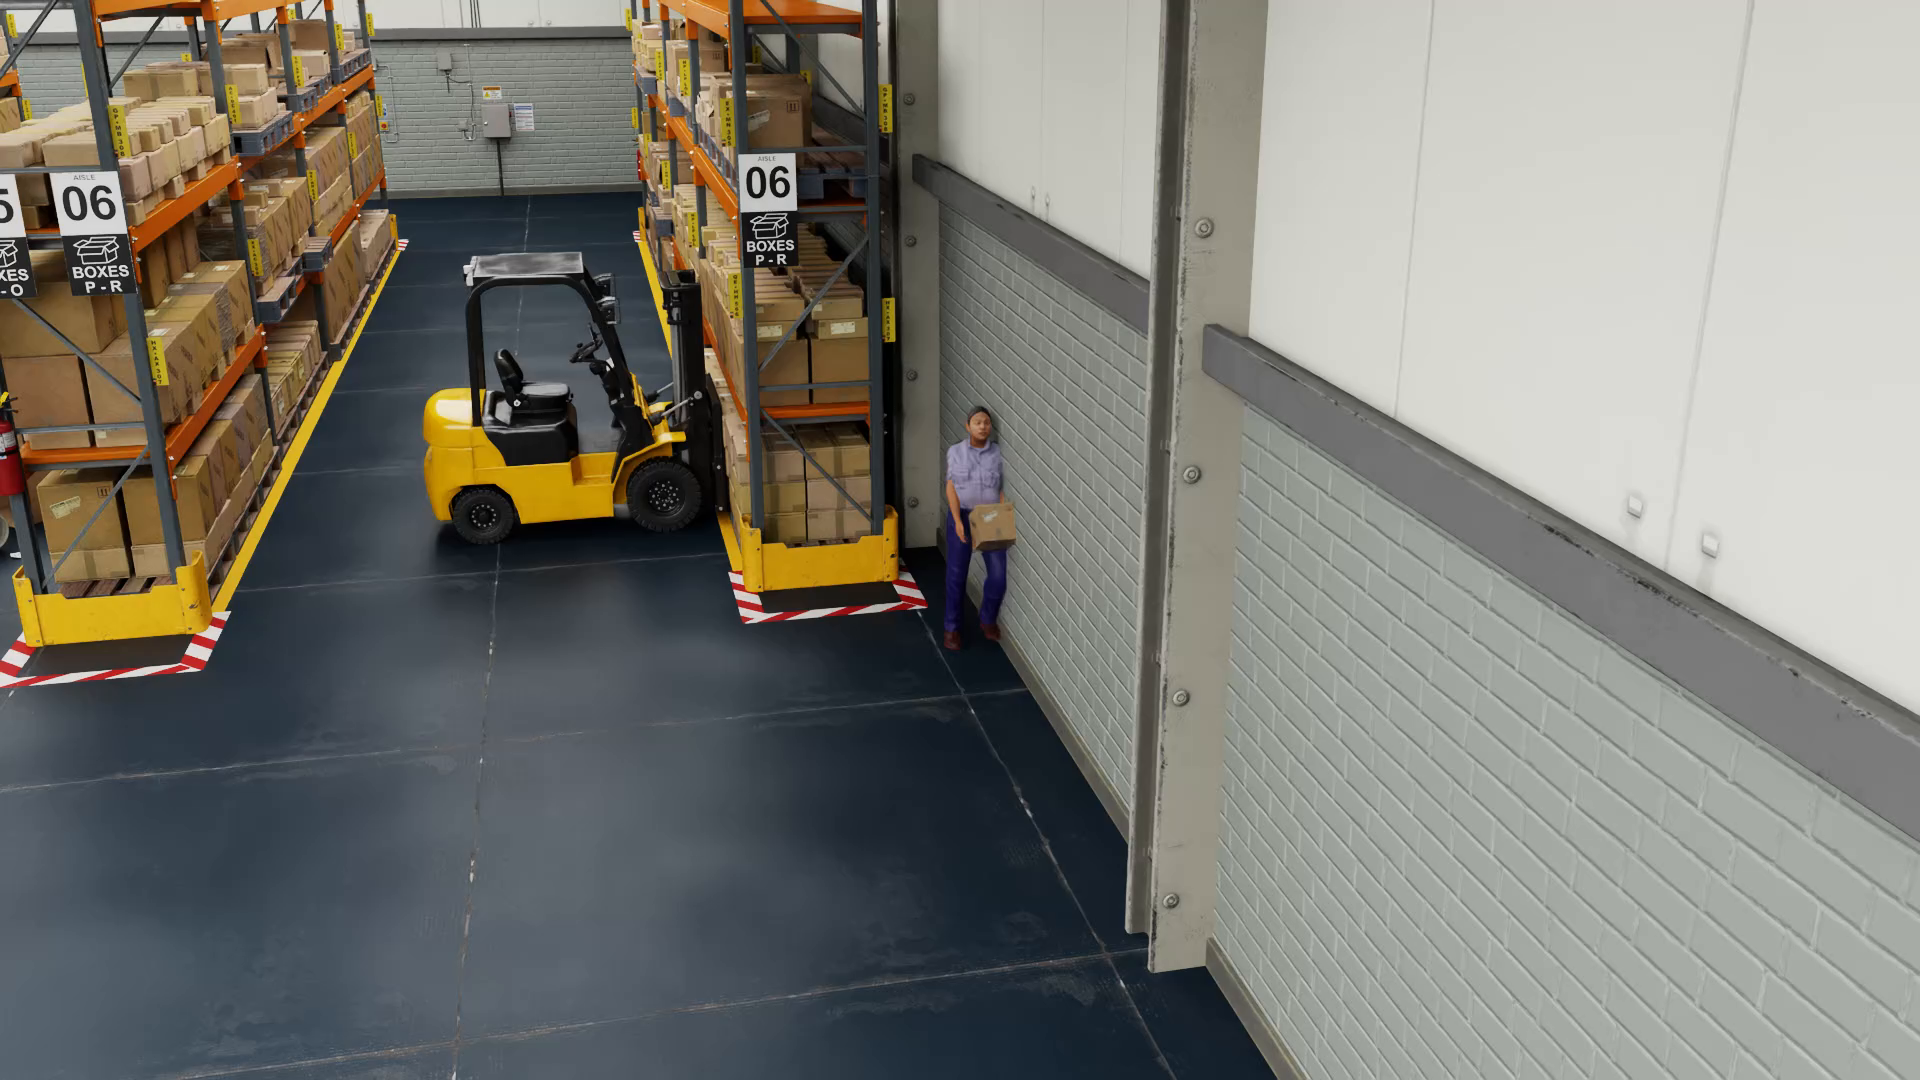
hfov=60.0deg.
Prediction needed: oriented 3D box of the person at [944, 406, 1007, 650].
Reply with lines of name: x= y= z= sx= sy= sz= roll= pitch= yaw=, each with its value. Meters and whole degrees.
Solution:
person: x=0.125 y=-0.068 z=11.300 sx=0.476 sy=1.634 sz=0.516 roll=-2 pitch=20 yaw=-5
